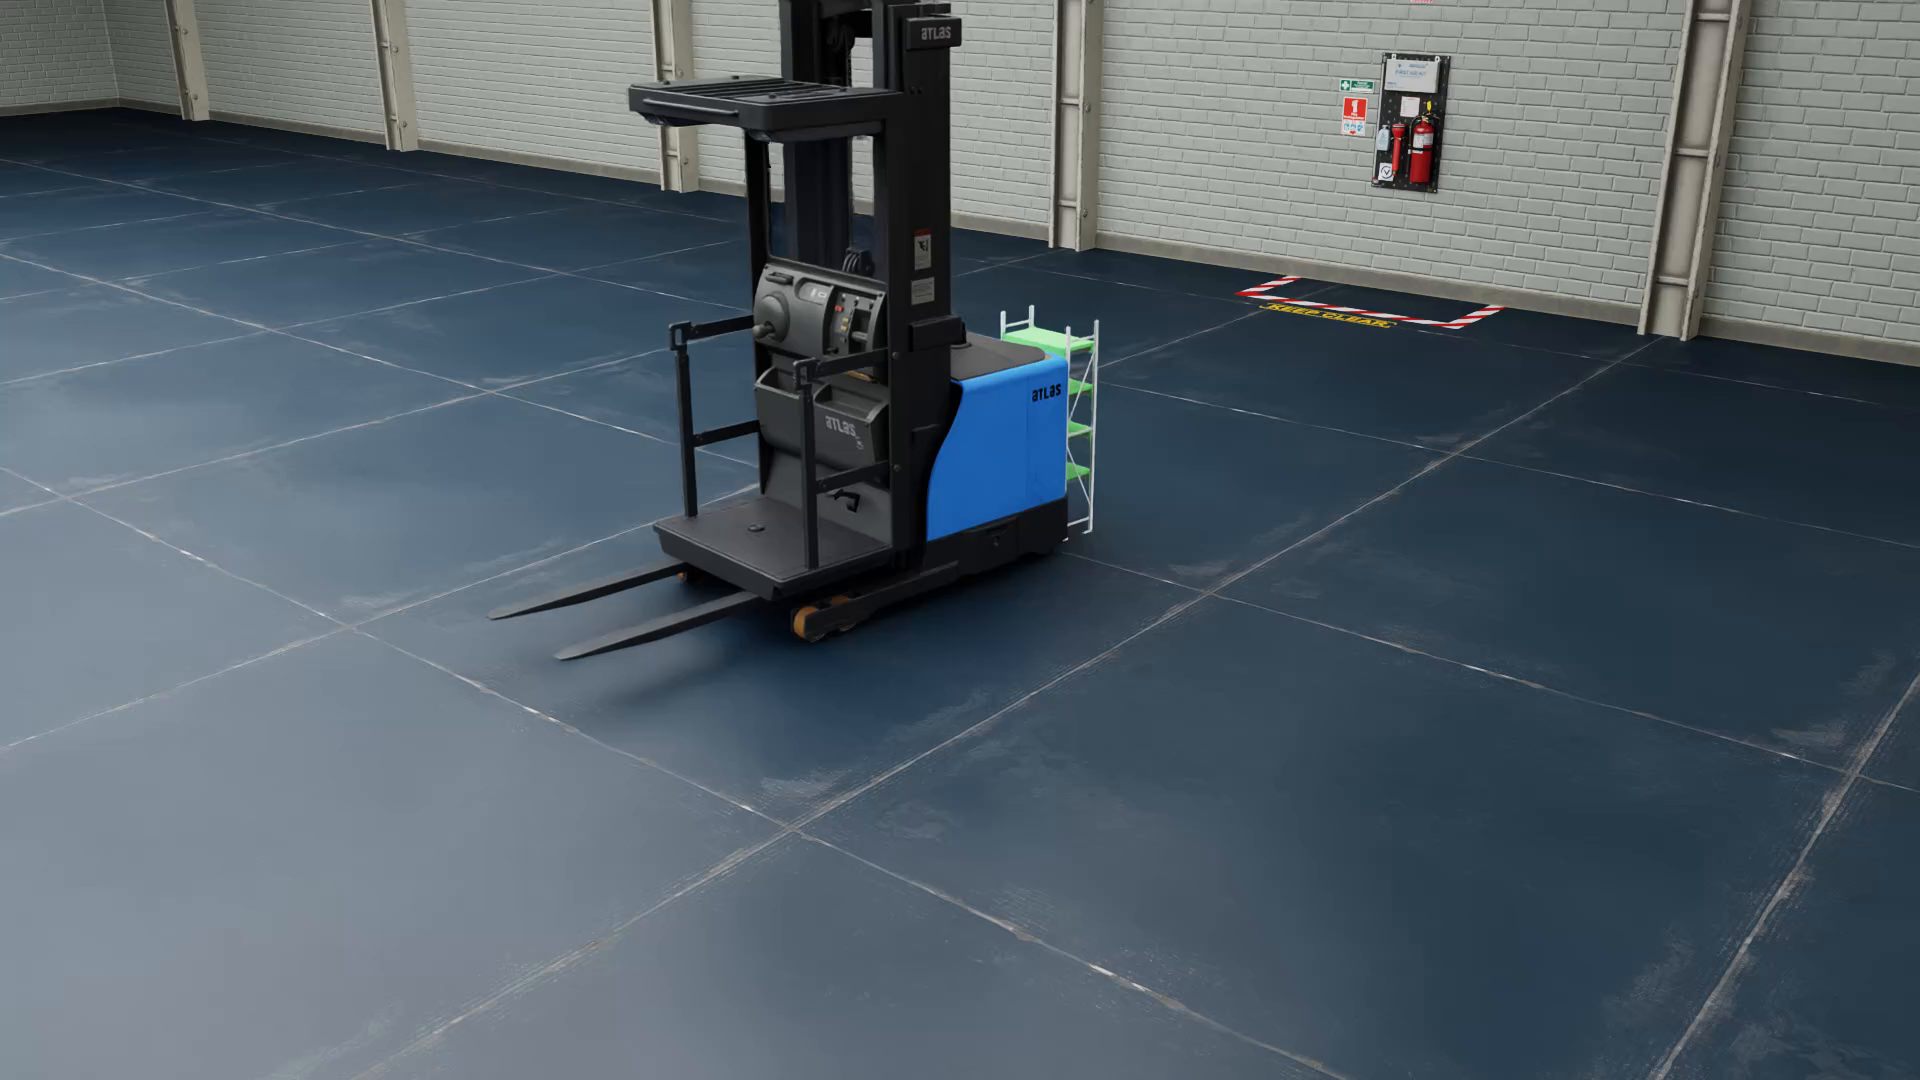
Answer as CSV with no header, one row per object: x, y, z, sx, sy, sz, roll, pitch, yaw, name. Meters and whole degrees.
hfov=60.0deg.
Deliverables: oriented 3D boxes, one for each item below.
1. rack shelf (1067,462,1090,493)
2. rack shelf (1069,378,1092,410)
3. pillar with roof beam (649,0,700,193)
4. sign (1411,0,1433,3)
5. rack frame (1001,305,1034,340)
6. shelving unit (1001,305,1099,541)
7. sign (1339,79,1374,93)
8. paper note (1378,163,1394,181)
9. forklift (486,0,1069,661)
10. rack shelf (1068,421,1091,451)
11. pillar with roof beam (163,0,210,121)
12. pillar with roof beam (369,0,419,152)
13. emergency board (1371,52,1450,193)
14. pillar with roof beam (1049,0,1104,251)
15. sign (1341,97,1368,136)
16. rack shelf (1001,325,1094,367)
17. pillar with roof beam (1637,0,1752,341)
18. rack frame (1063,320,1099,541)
0.481,-0.362,9.288,0.258,0.148,0.480,-18,27,-40,rack shelf
0.482,-0.812,9.120,0.258,0.148,0.480,-18,27,-40,rack shelf
-6.206,-7.404,16.047,0.400,9.000,9.100,16,26,36,pillar with roof beam
3.979,-4.772,14.285,0.199,0.298,0.001,16,26,36,sign
0.315,-0.710,9.349,0.240,1.200,0.015,-18,27,-40,rack frame
0.482,-0.647,9.182,0.258,1.200,0.503,-18,27,-40,shelving unit
3.557,-4.071,14.910,0.331,0.109,0.001,16,26,36,sign
3.829,-3.304,14.927,0.142,0.148,0.016,16,26,36,paper note
-0.839,-1.095,7.919,3.031,2.935,1.130,-18,27,-40,forklift
0.482,-0.587,9.204,0.258,0.148,0.480,-18,27,-40,rack shelf
-15.503,-10.081,23.147,0.400,9.000,9.100,16,26,36,pillar with roof beam
-10.855,-8.742,19.597,0.400,9.000,9.100,16,26,36,pillar with roof beam
3.922,-3.658,14.617,0.643,1.169,0.194,16,26,36,emergency board
-1.558,-6.065,12.498,0.400,9.000,9.100,16,26,36,pillar with roof beam
3.559,-3.826,15.012,0.234,0.329,0.001,16,26,36,sign
0.483,-1.037,9.036,0.258,0.148,0.480,-18,27,-40,rack shelf
3.090,-4.726,8.948,0.400,9.000,9.100,16,26,36,pillar with roof beam
0.648,-0.584,9.015,0.240,1.200,0.015,-18,27,-40,rack frame
